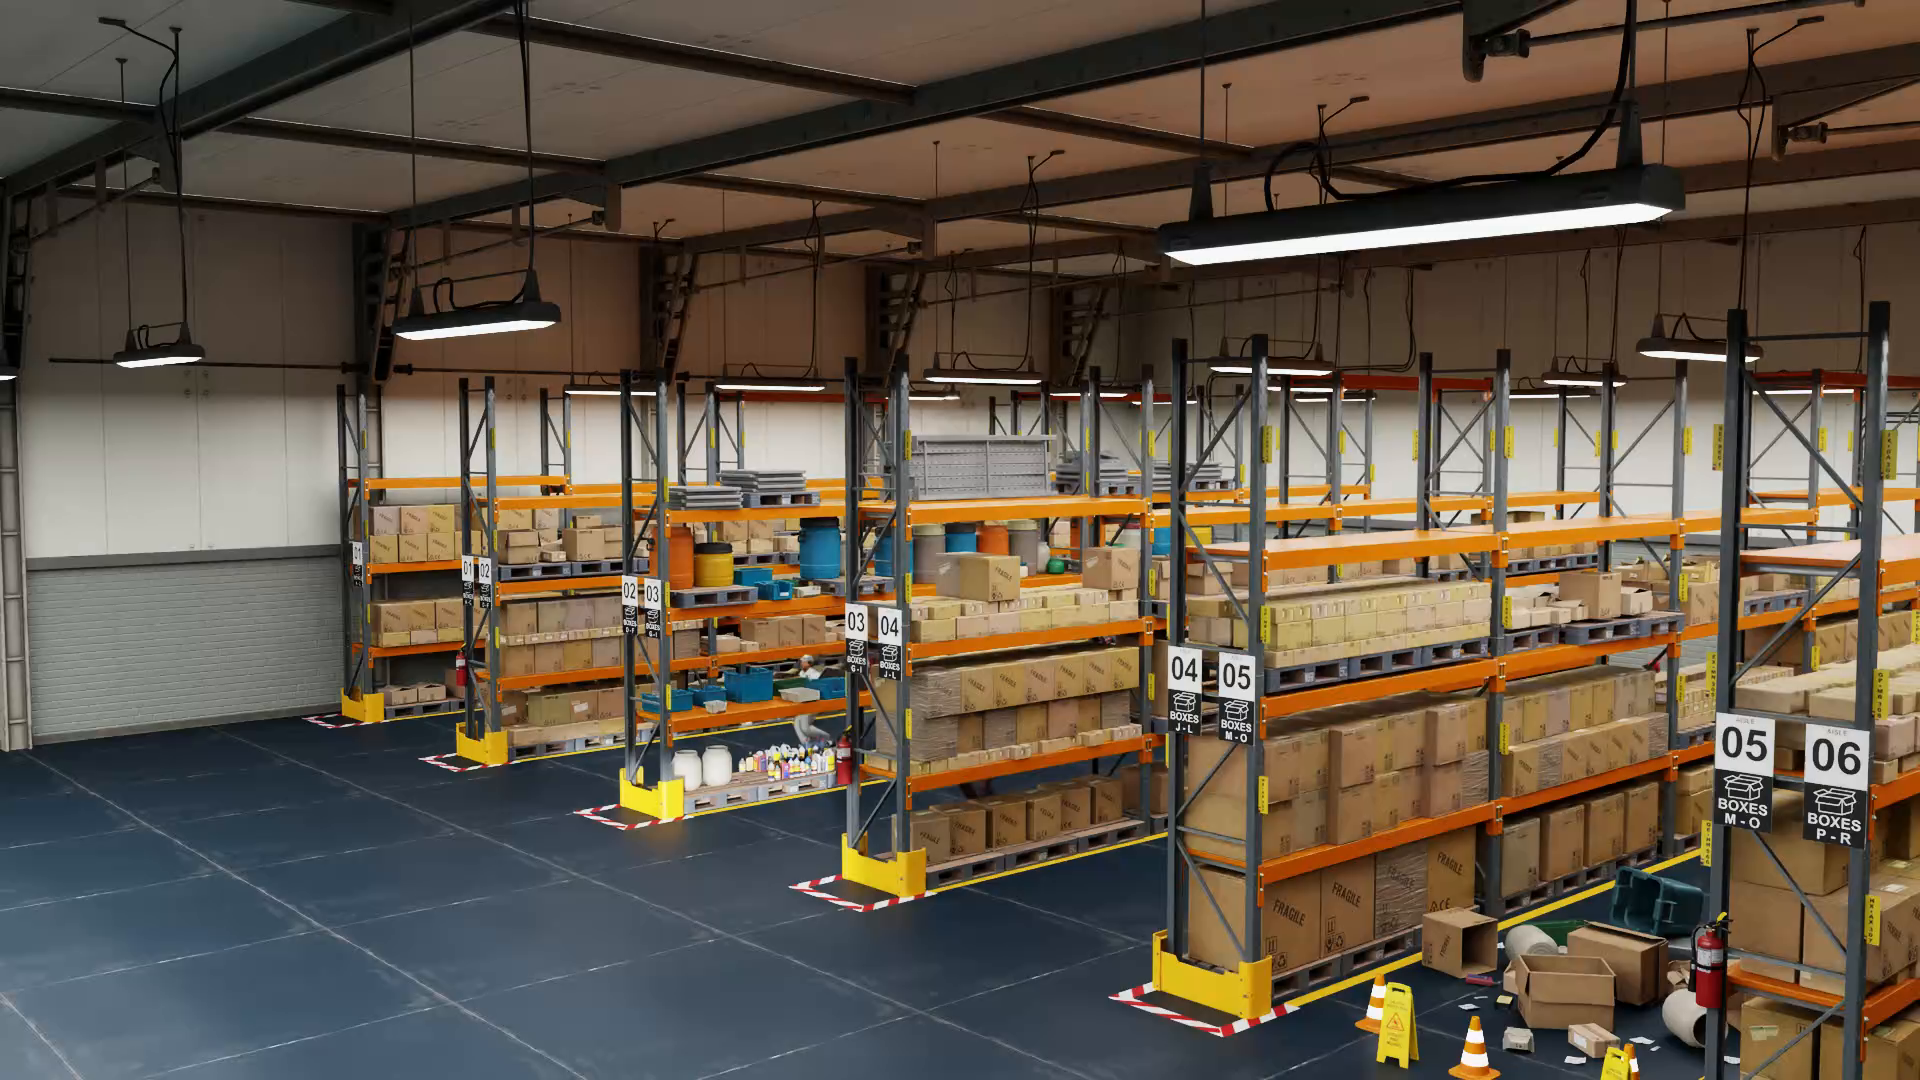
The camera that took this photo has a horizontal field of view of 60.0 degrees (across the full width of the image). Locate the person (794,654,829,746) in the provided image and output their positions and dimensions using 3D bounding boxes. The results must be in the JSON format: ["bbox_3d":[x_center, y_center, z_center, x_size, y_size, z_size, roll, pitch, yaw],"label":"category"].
[{"bbox_3d":[-2.394,2.620,26.432,0.537,1.622,0.594,-3,5,-38],"label":"person"}]

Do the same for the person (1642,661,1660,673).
[{"bbox_3d":[10.261,2.675,24.587,0.886,1.781,0.664,-3,5,-39],"label":"person"}]

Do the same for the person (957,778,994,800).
[{"bbox_3d":[0.238,2.863,21.950,0.644,1.699,0.642,3,5,39],"label":"person"}]
